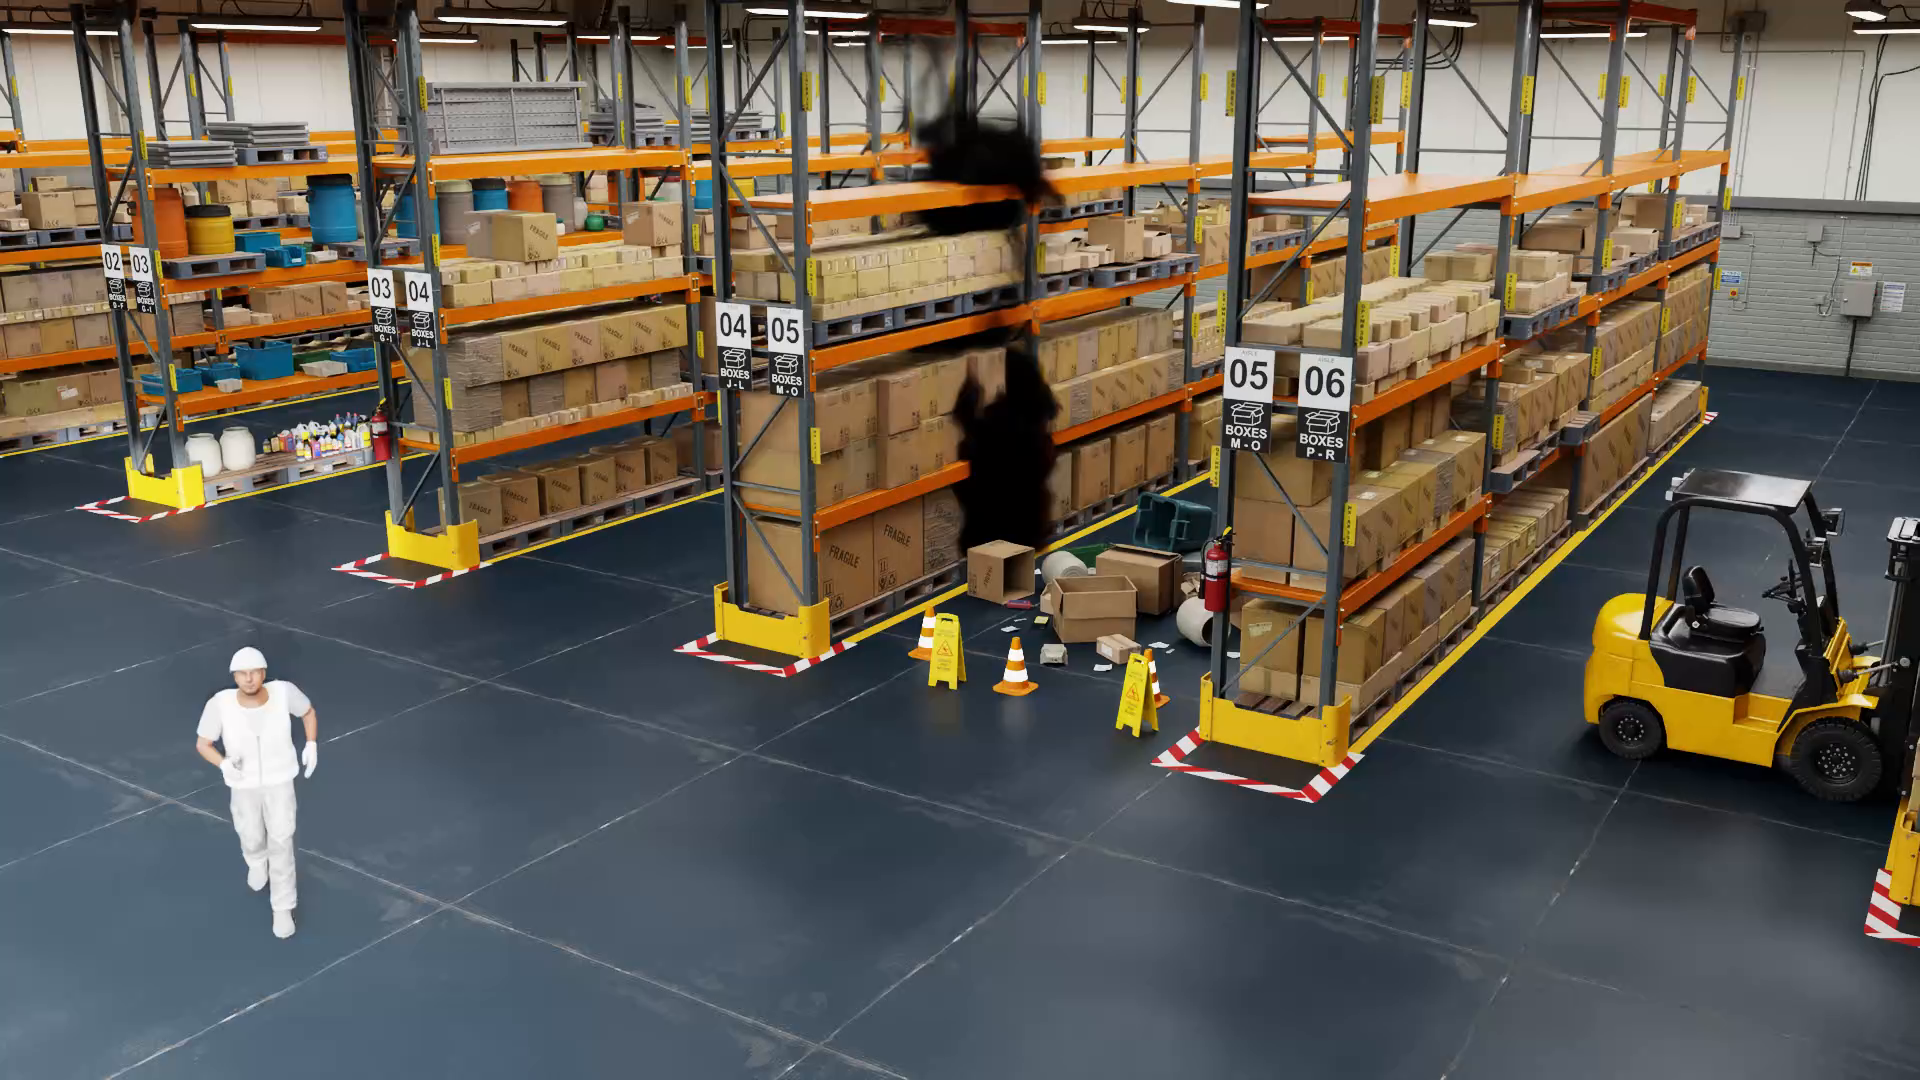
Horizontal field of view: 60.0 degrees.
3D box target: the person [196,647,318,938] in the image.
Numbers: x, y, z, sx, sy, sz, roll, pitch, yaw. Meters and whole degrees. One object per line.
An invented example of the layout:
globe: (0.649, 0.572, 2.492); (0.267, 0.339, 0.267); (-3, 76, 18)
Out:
person: (-4.384, 1.513, 10.461); (0.707, 1.794, 0.863); (-7, 17, -22)
